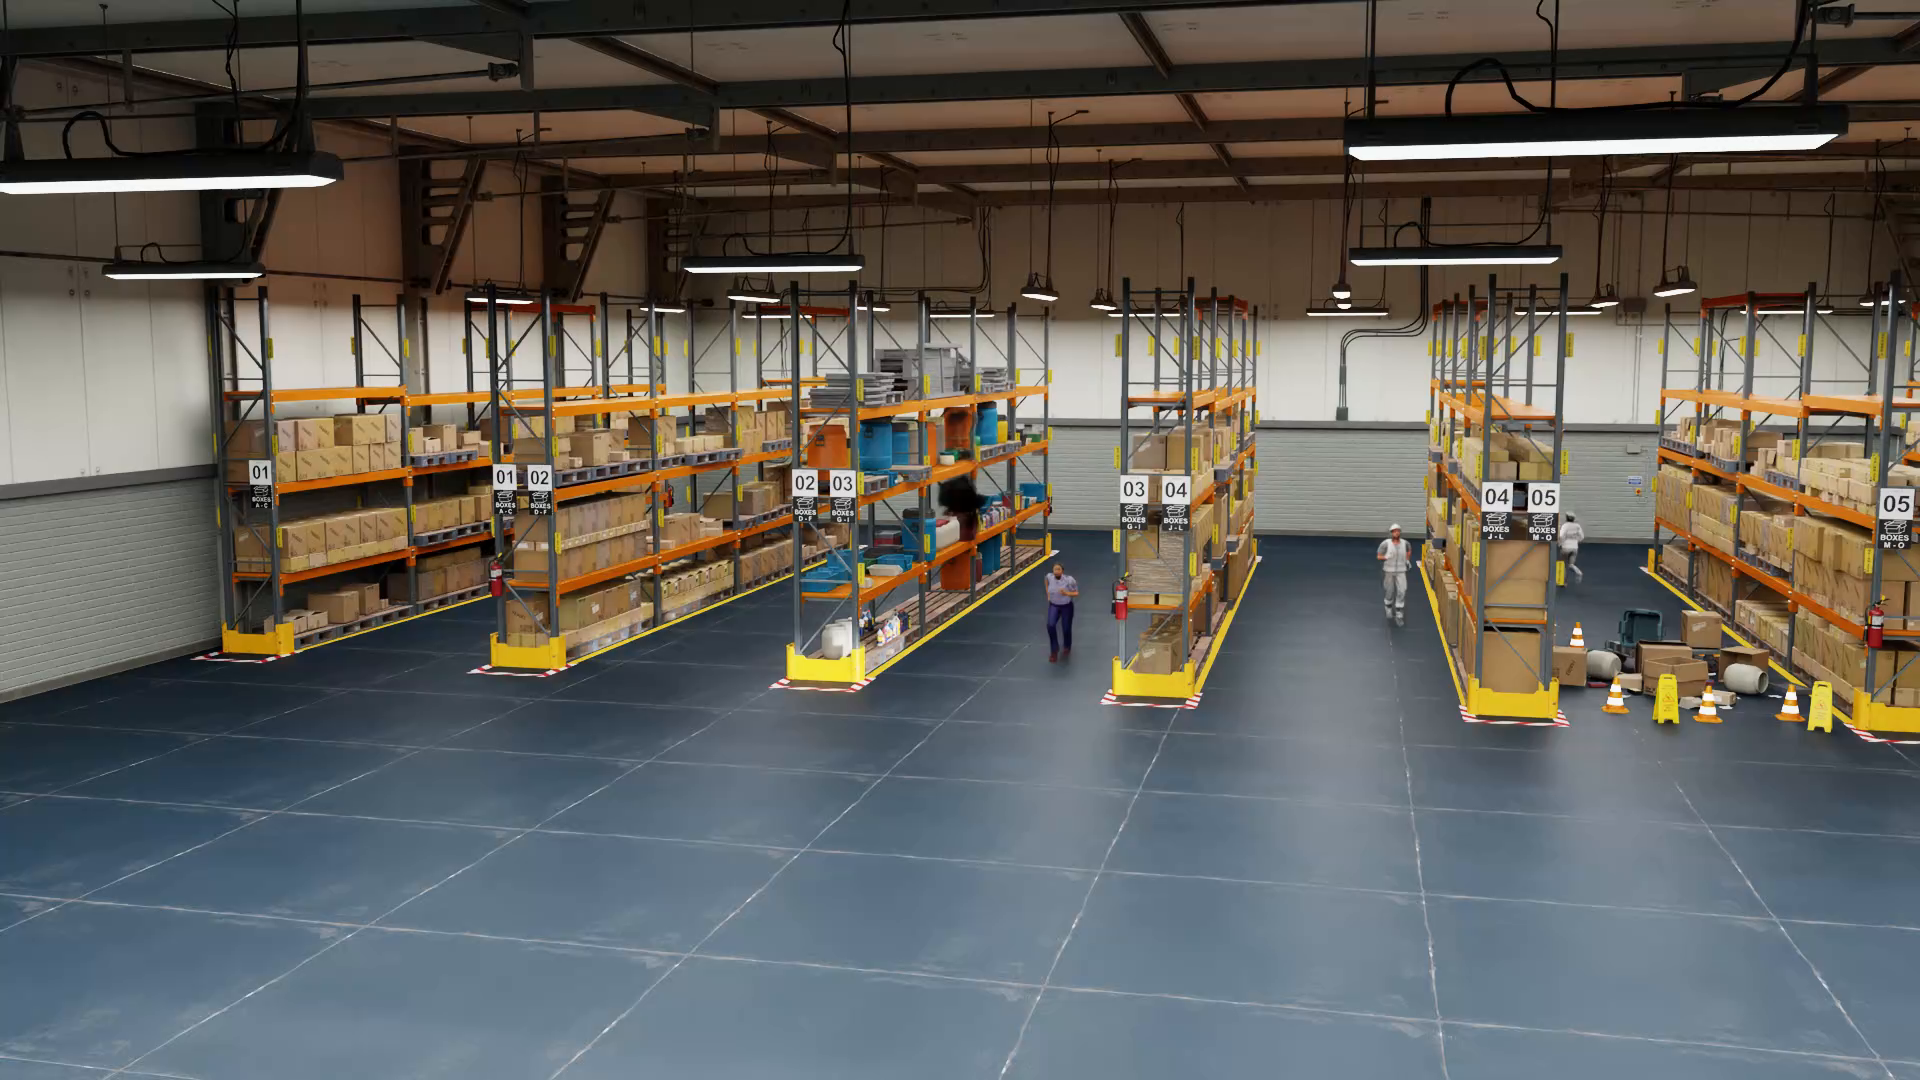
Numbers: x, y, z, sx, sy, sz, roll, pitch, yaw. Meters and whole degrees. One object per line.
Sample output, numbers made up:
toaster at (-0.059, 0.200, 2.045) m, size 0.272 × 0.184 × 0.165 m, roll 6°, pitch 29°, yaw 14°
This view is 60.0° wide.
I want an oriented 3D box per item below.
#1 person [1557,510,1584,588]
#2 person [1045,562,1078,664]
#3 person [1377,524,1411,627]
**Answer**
person at (12.703, 0.221, 34.641) m, size 0.627 × 1.696 × 0.762 m, roll -1°, pitch 7°, yaw -7°
person at (1.635, 1.145, 26.750) m, size 0.597 × 1.644 × 0.911 m, roll 1°, pitch 7°, yaw 13°
person at (7.918, 0.618, 30.309) m, size 0.644 × 1.829 × 0.850 m, roll 1°, pitch 7°, yaw 6°
